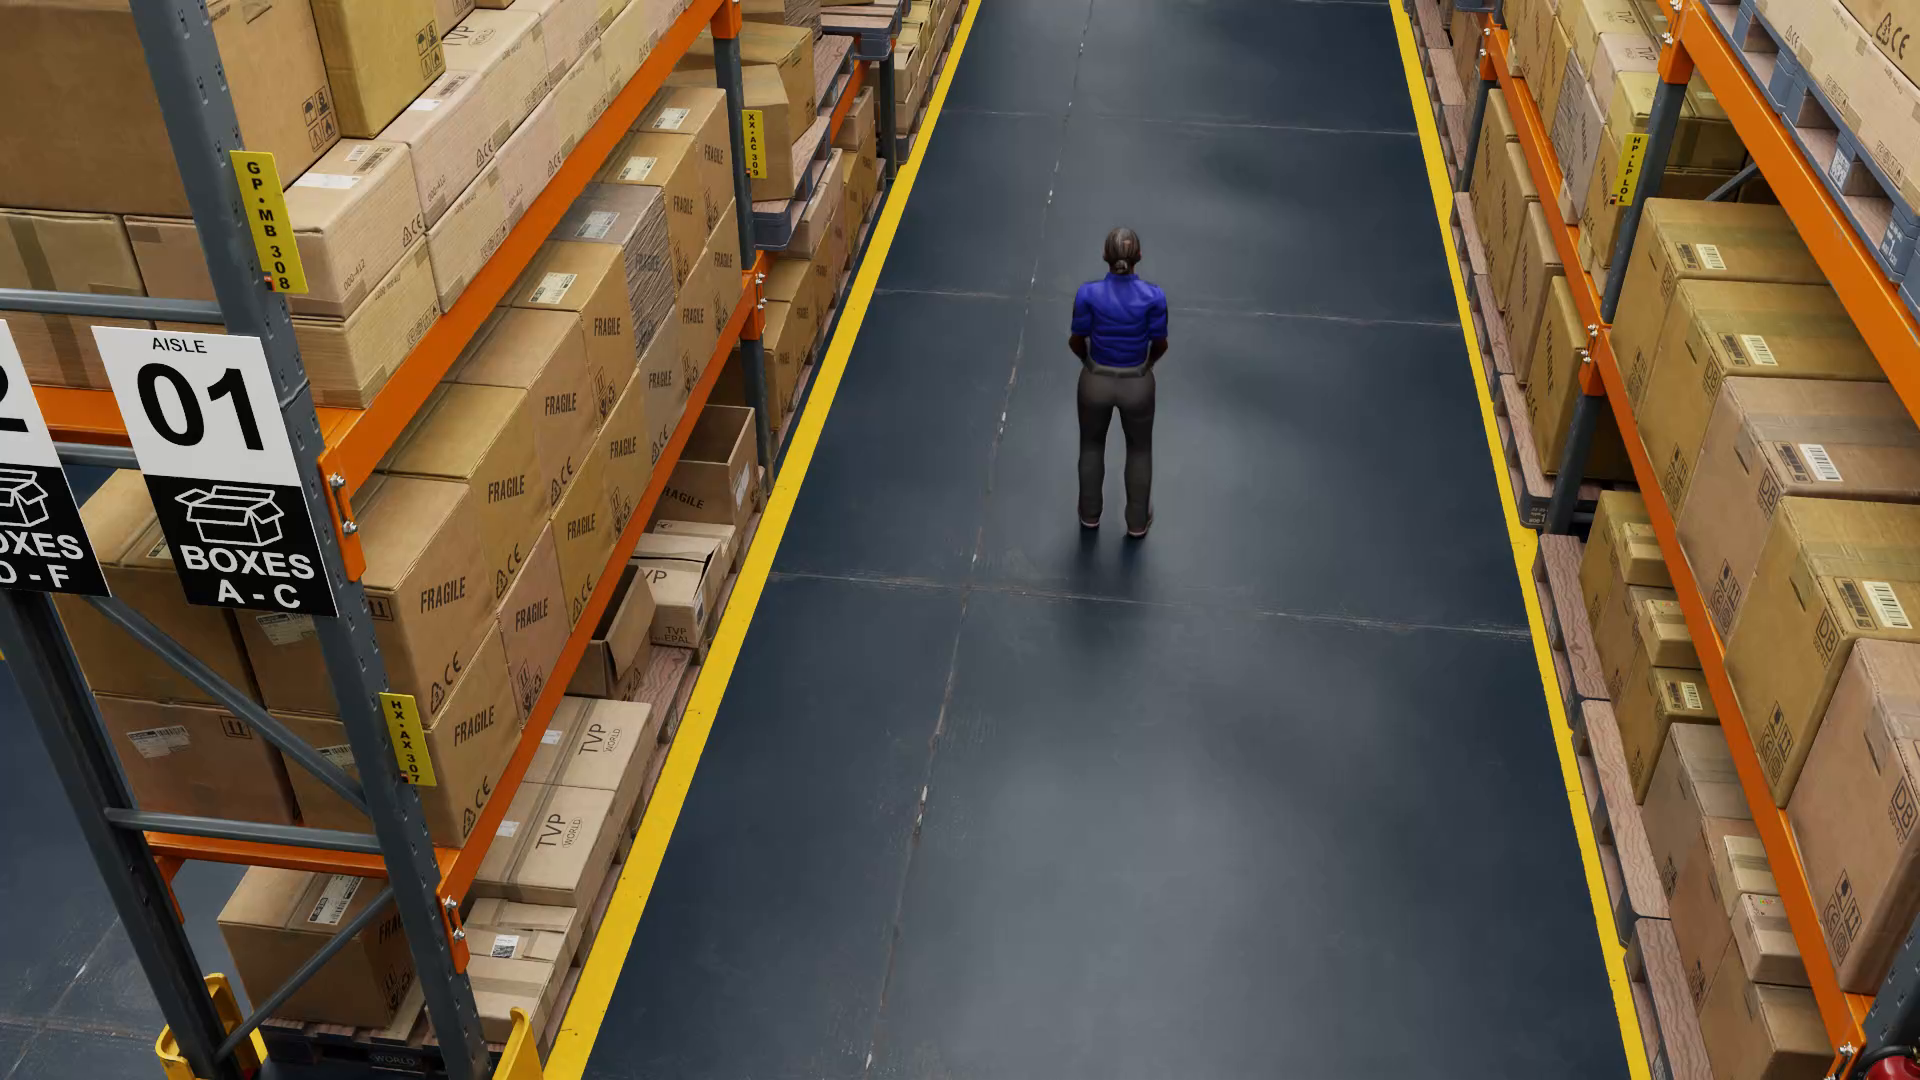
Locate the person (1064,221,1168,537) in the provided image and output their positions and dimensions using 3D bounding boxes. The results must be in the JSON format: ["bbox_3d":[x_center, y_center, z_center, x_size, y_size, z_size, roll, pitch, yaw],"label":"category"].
[{"bbox_3d":[0.760,-0.766,8.084,0.513,1.654,0.392,4,37,5],"label":"person"}]
